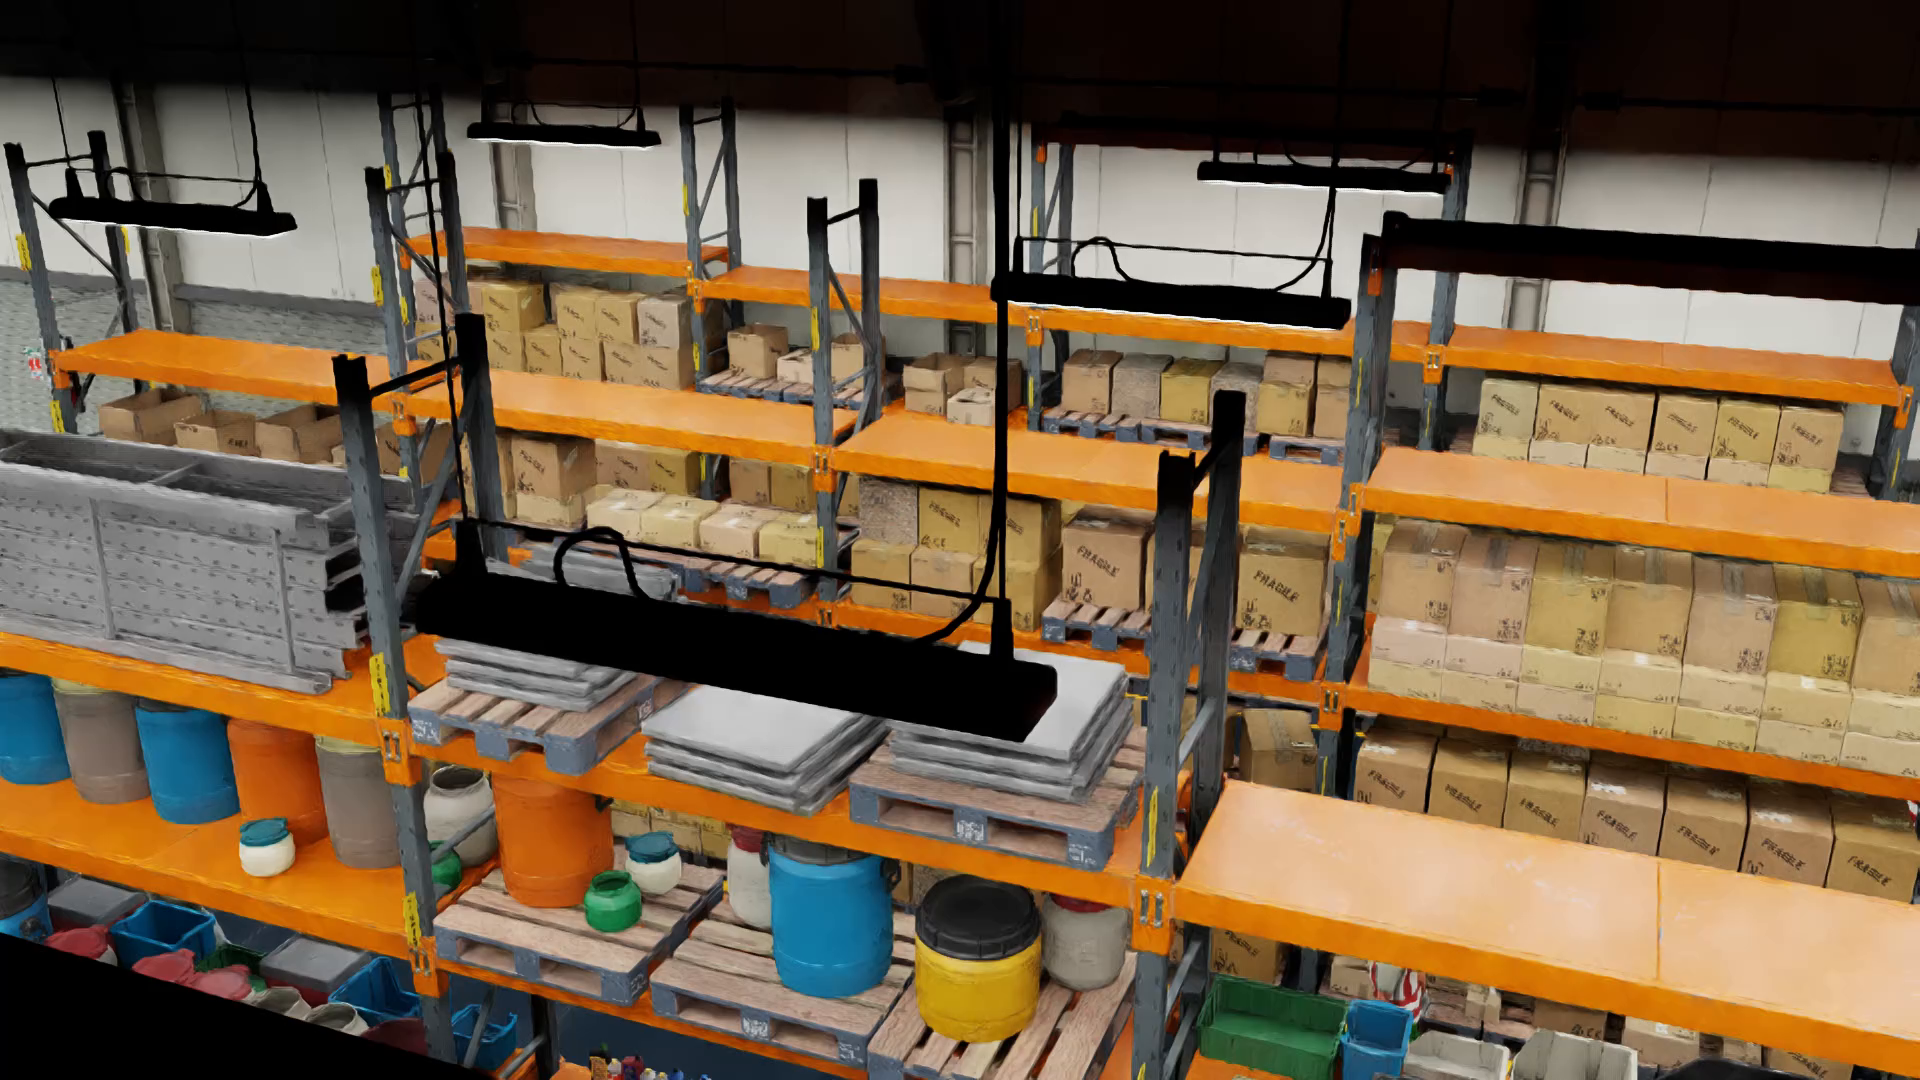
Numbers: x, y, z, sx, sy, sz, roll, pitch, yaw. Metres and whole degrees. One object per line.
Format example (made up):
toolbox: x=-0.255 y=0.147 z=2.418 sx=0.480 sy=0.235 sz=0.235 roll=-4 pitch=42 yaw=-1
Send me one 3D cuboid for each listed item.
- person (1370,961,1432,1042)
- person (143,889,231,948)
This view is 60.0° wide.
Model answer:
person: x=2.939 y=3.227 z=11.469 sx=1.032 sy=1.733 sz=0.567 roll=7 pitch=22 yaw=18
person: x=-6.117 y=2.689 z=13.063 sx=0.506 sy=1.632 sz=0.639 roll=7 pitch=22 yaw=18
